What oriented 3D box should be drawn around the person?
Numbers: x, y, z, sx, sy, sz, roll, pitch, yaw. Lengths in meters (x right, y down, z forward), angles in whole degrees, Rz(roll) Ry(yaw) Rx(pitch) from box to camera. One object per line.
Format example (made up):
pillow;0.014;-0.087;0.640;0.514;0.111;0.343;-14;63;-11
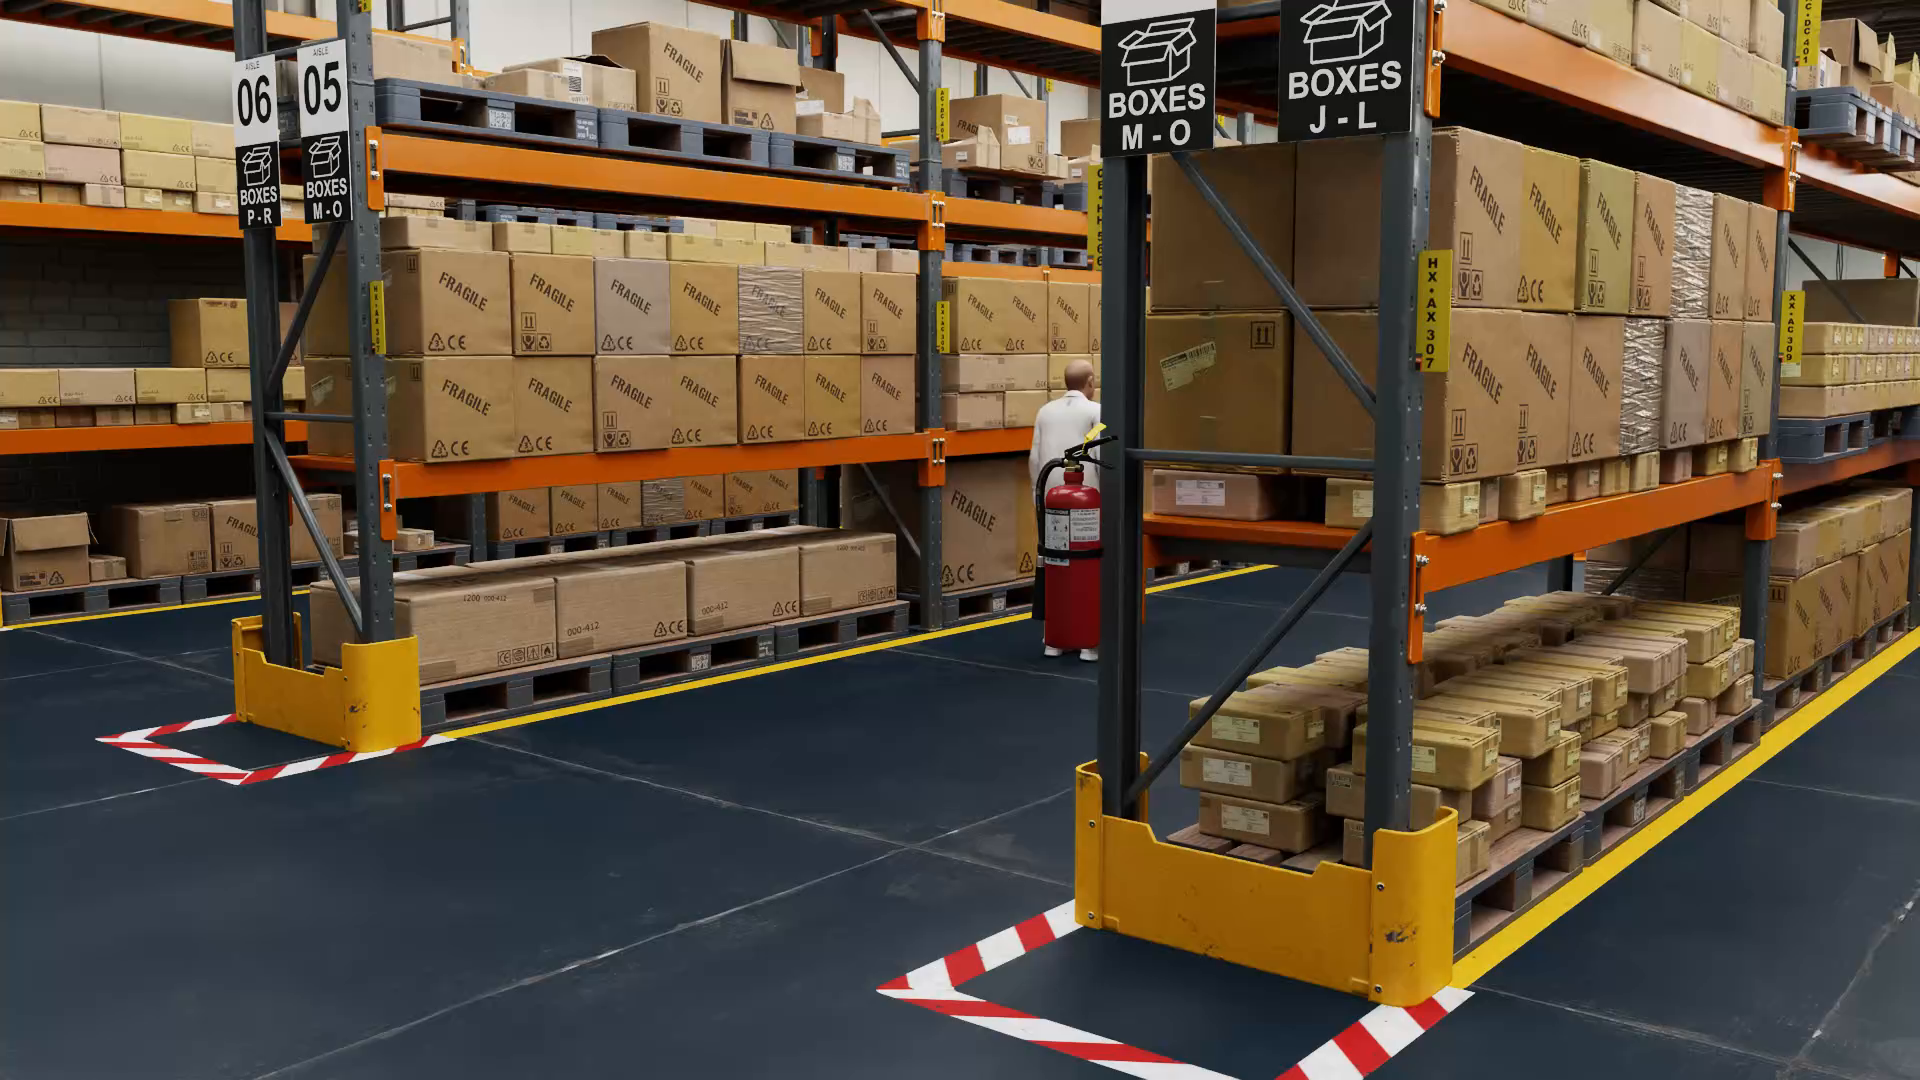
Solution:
person;0.700;-0.187;9.920;0.643;1.775;0.422;5;8;39
